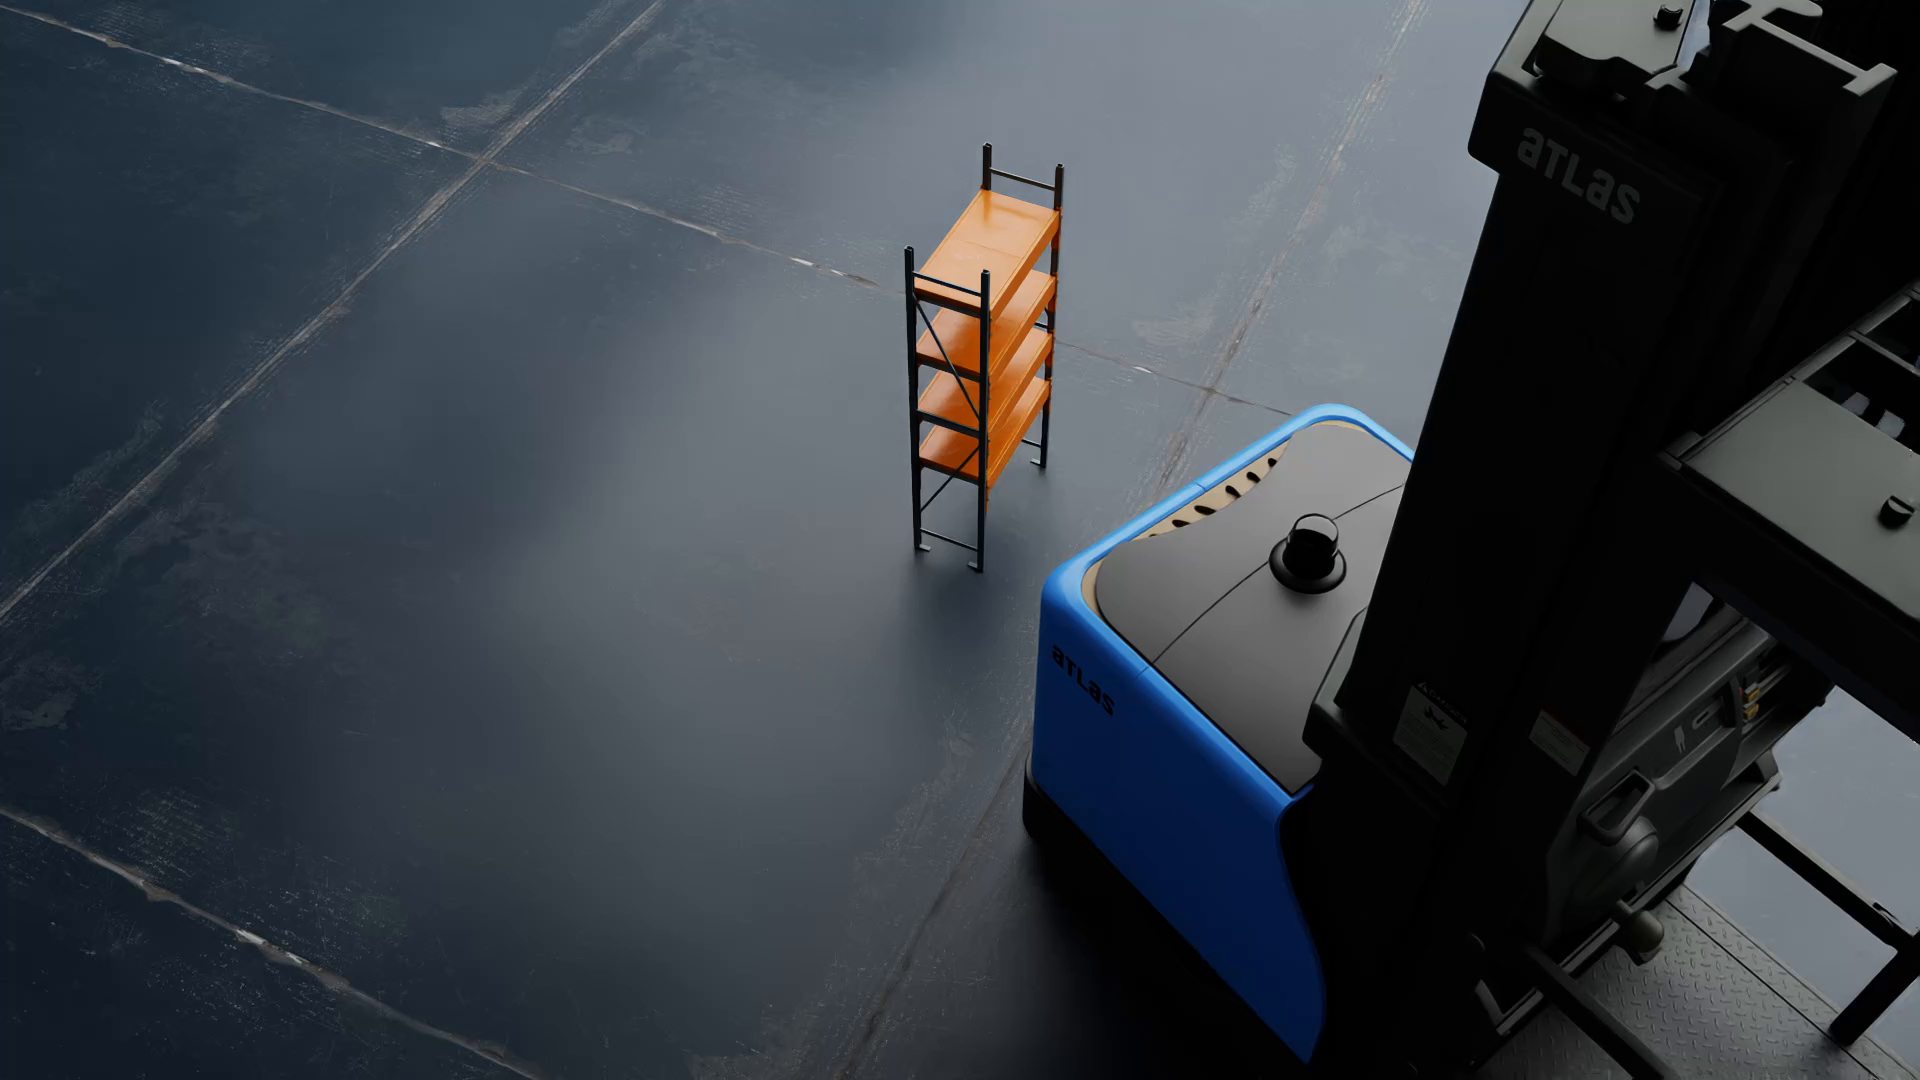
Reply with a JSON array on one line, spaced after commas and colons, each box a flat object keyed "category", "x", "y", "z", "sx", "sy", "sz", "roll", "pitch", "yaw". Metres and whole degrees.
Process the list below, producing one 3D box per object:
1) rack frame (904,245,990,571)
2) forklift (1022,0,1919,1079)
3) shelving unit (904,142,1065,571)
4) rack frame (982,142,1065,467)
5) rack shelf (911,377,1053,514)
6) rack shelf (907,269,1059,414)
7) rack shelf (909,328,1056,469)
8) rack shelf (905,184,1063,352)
[{"category": "rack frame", "x": -0.033, "y": -0.335, "z": 4.747, "sx": 0.240, "sy": 1.200, "sz": 0.015, "roll": 20, "pitch": 52, "yaw": 16}, {"category": "forklift", "x": 1.478, "y": 0.488, "z": 2.911, "sx": 1.130, "sy": 2.935, "sz": 3.031, "roll": -31, "pitch": 56, "yaw": -24}, {"category": "shelving unit", "x": 0.071, "y": -0.503, "z": 4.890, "sx": 0.258, "sy": 1.200, "sz": 0.503, "roll": 20, "pitch": 52, "yaw": 16}, {"category": "rack frame", "x": 0.175, "y": -0.671, "z": 5.033, "sx": 0.240, "sy": 1.200, "sz": 0.015, "roll": 20, "pitch": 52, "yaw": 16}, {"category": "rack shelf", "x": 0.071, "y": -0.331, "z": 5.092, "sx": 0.258, "sy": 0.148, "sz": 0.480, "roll": 20, "pitch": 52, "yaw": 16}, {"category": "rack shelf", "x": 0.071, "y": -0.604, "z": 4.771, "sx": 0.258, "sy": 0.148, "sz": 0.480, "roll": 20, "pitch": 52, "yaw": 16}, {"category": "rack shelf", "x": 0.071, "y": -0.459, "z": 4.941, "sx": 0.258, "sy": 0.148, "sz": 0.480, "roll": 20, "pitch": 52, "yaw": 16}, {"category": "rack shelf", "x": 0.071, "y": -0.757, "z": 4.591, "sx": 0.258, "sy": 0.148, "sz": 0.480, "roll": 20, "pitch": 52, "yaw": 16}]
